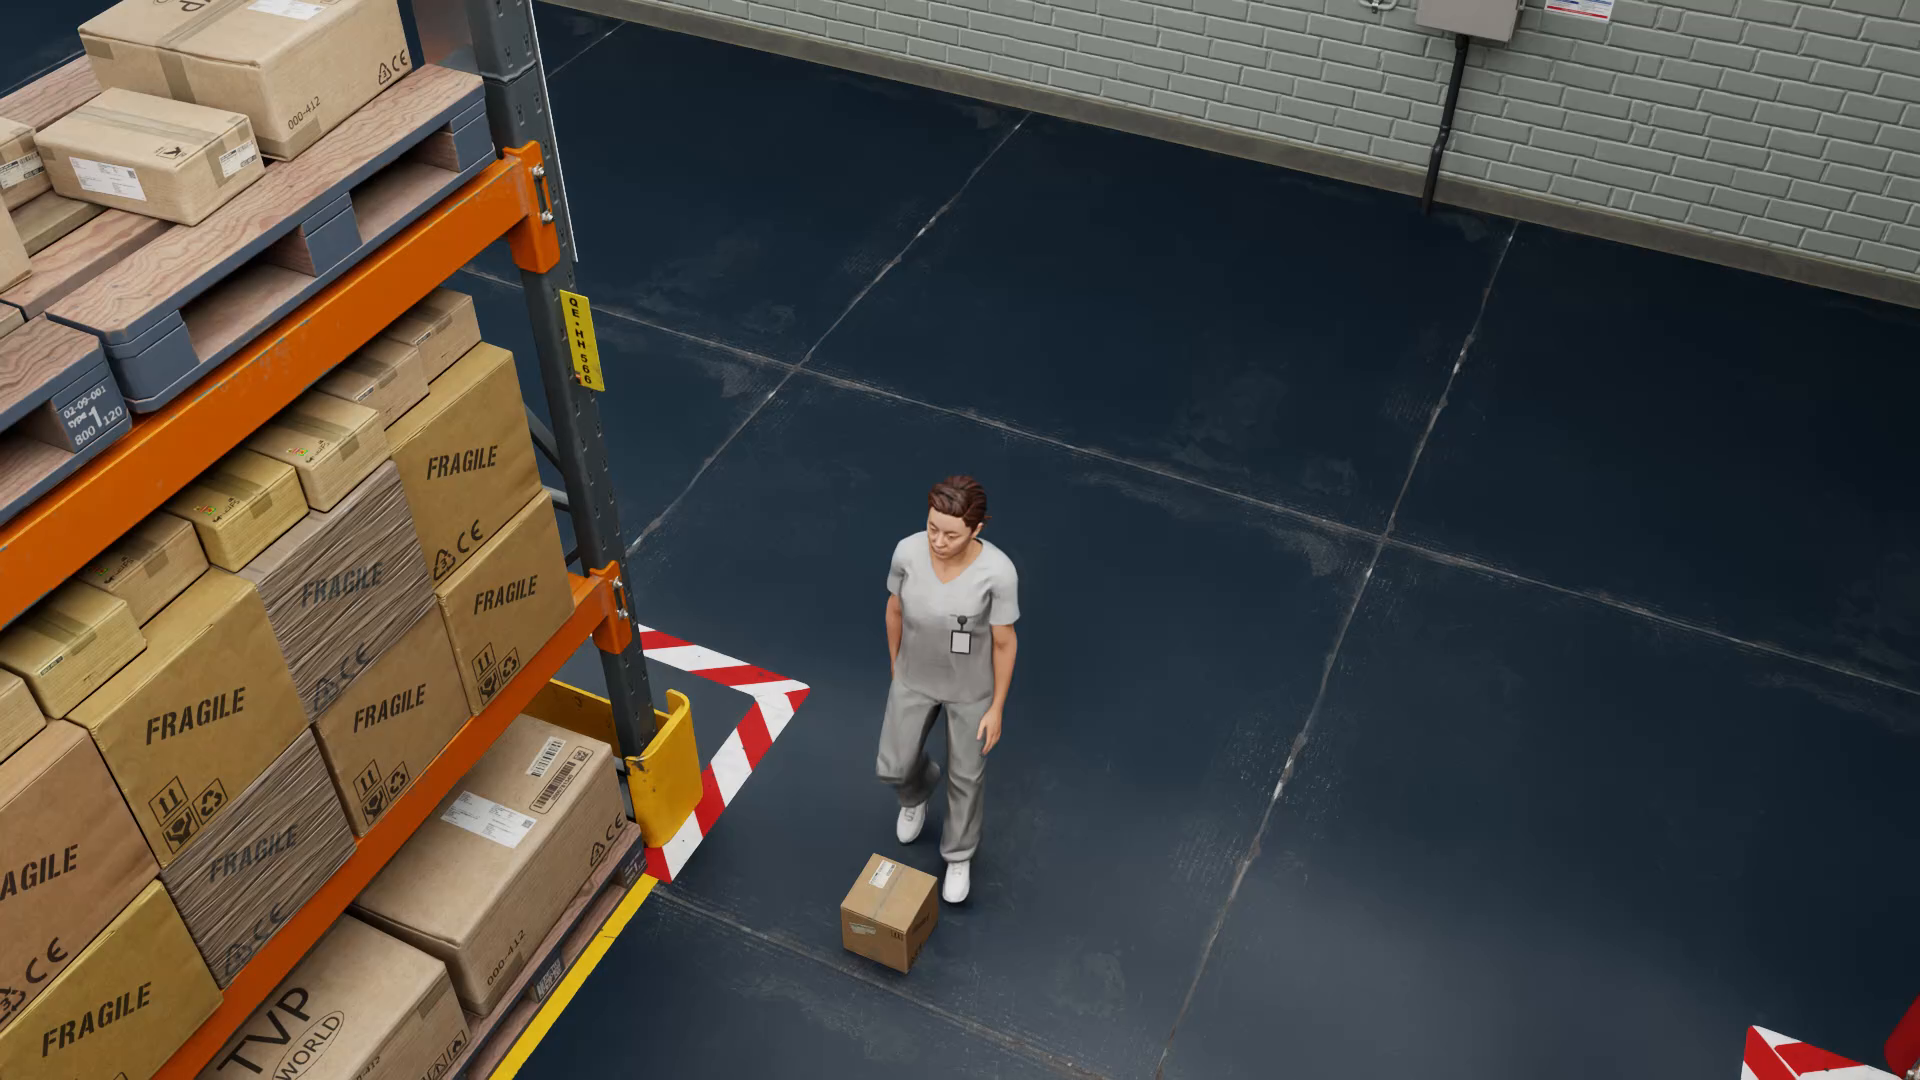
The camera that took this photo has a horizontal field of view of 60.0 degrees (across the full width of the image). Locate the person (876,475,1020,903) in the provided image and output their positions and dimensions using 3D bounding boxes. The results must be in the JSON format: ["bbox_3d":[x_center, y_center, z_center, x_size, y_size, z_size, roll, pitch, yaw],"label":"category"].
[{"bbox_3d":[-0.047,0.515,5.582,0.464,1.685,0.538,10,43,11],"label":"person"}]
